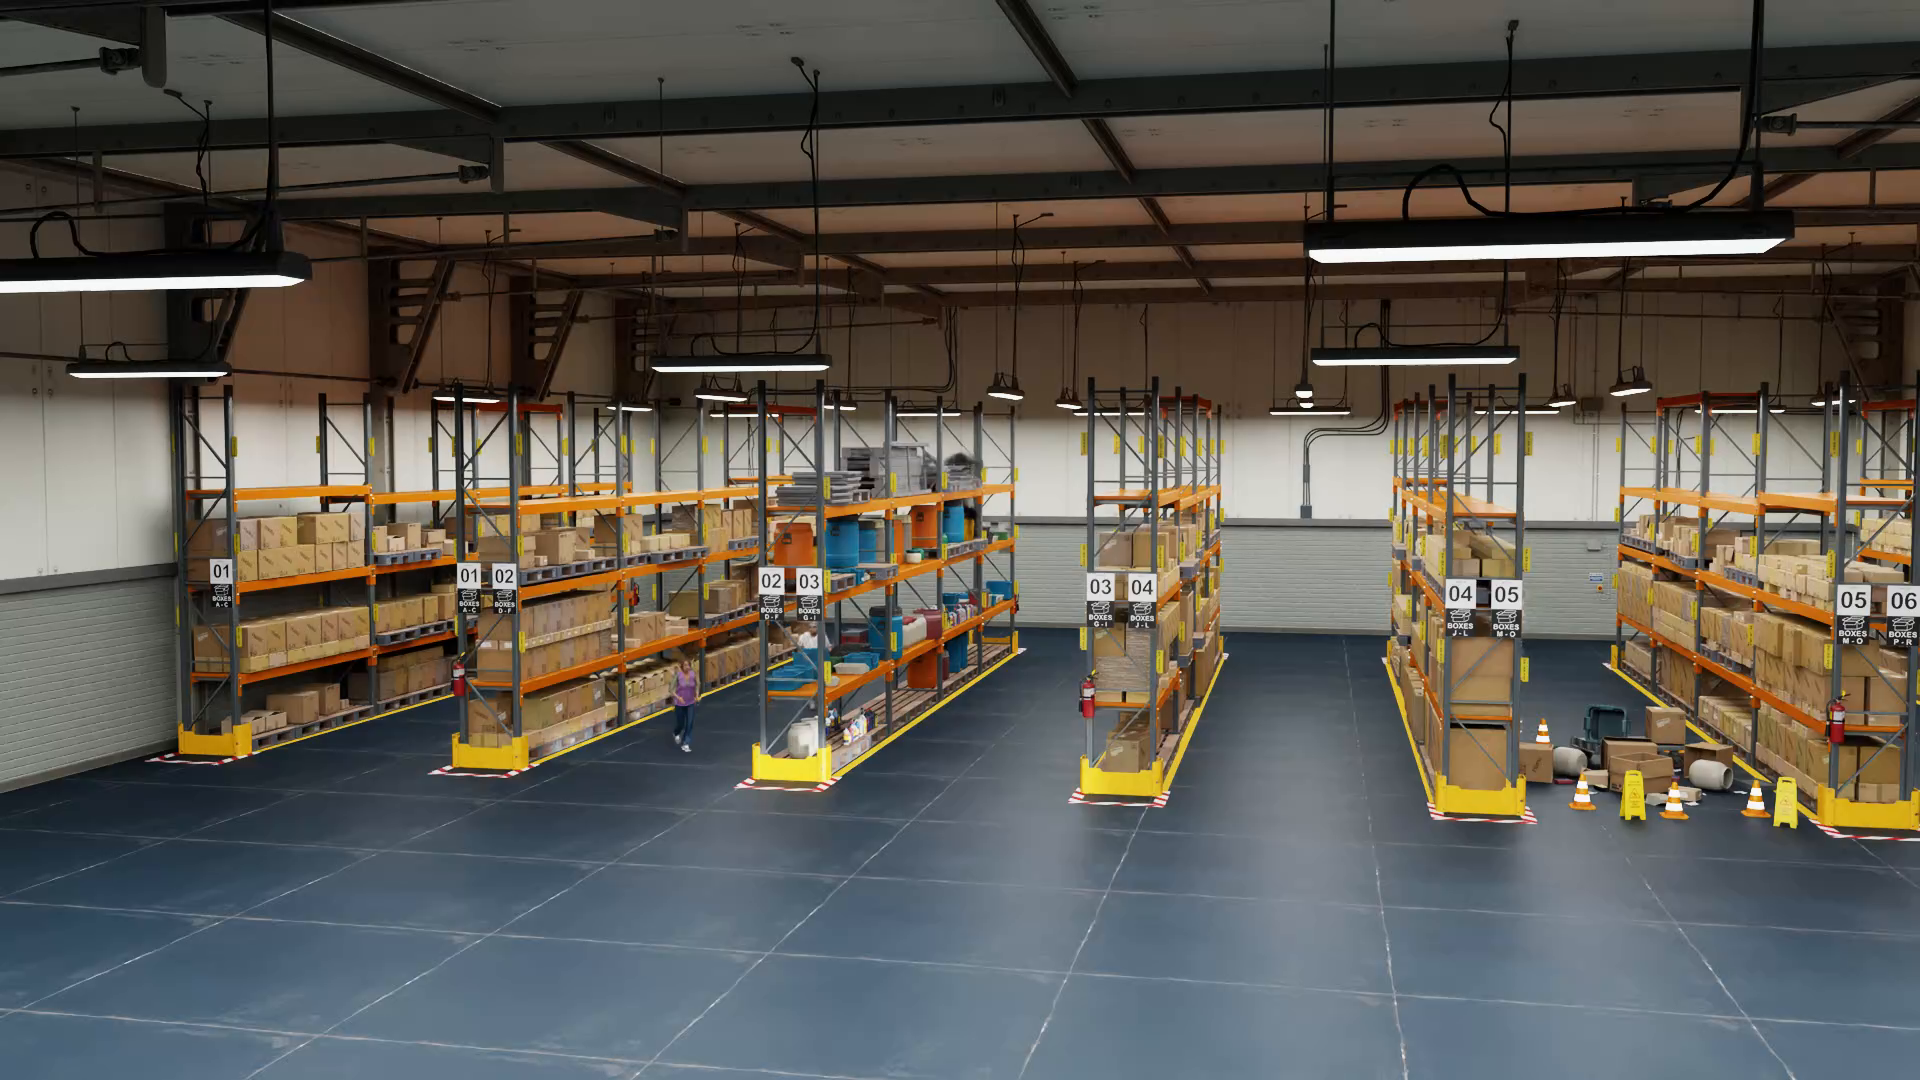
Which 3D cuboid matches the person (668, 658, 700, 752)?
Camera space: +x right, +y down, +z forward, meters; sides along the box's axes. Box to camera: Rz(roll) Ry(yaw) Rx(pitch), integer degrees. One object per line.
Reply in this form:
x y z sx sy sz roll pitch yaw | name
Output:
-4.566 2.705 27.445 0.539 1.547 0.685 -1 4 -24 | person

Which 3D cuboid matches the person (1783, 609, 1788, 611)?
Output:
17.131 2.158 34.503 0.655 1.765 1.000 0 3 -7 | person

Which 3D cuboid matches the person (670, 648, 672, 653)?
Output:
-6.412 2.197 37.249 0.588 1.473 0.886 0 3 -7 | person

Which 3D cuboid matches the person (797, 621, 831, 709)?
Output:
-2.801 2.365 31.995 0.655 1.728 0.595 0 3 7 | person
